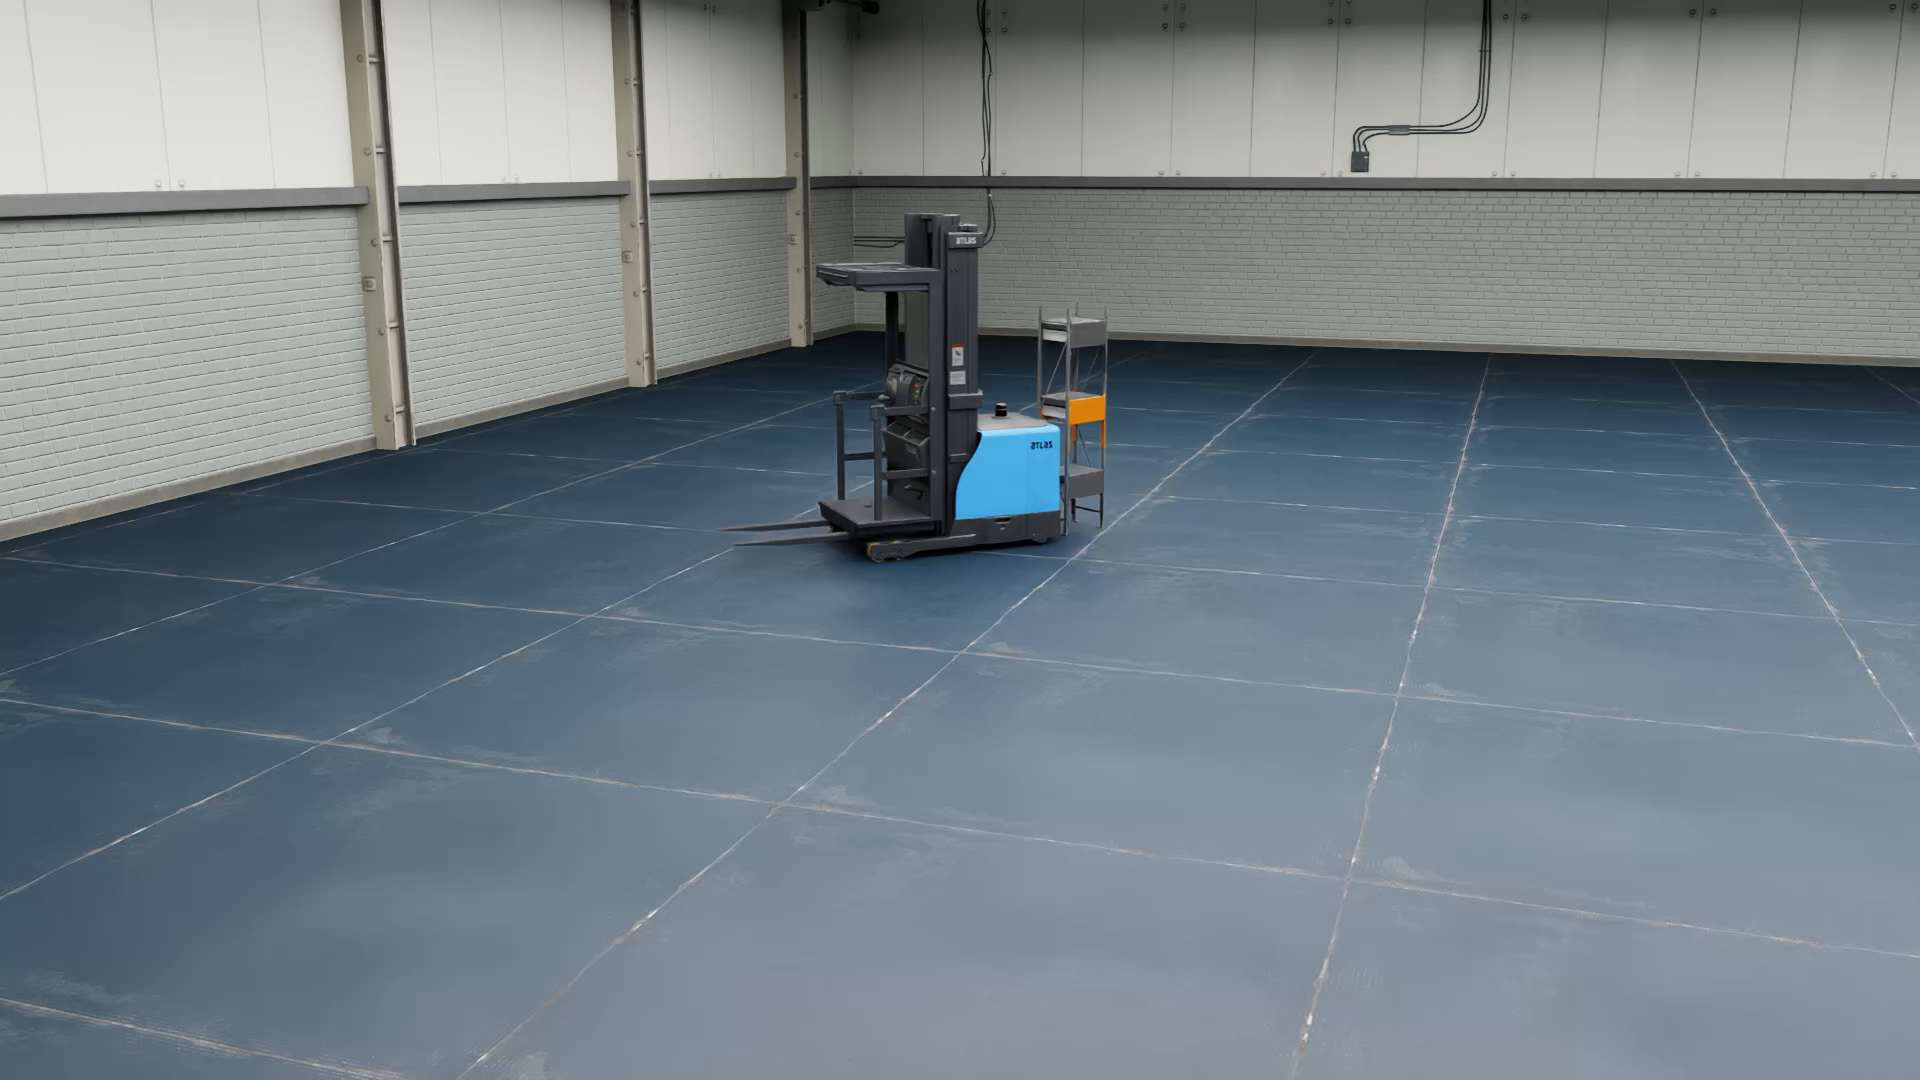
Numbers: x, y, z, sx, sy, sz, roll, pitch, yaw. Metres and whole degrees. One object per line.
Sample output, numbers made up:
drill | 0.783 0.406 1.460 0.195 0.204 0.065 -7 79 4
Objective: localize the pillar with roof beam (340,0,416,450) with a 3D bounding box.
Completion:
pillar with roof beam | -2.791 -5.213 17.867 9.100 9.000 0.400 4 14 18

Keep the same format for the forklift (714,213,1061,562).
forklift | -0.652 -1.371 14.672 3.031 2.935 1.130 -5 14 -22

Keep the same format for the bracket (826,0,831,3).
bracket | -2.512 -9.866 30.165 0.235 0.232 0.430 4 14 18

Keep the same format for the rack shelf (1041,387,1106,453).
rack shelf | 1.038 -1.119 15.481 0.480 0.518 0.431 -12 18 -41

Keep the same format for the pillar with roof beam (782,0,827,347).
pillar with roof beam | 1.092 -7.740 28.937 9.100 9.000 0.548 4 14 18

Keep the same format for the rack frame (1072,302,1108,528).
rack frame | 1.220 -1.171 15.637 0.015 2.100 0.400 -12 18 -41

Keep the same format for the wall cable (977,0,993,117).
wall cable | 1.782 -9.328 31.525 3.097 2.526 0.112 4 14 18

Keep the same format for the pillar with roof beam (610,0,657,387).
pillar with roof beam | -0.850 -6.476 23.402 9.100 9.000 0.400 4 14 18

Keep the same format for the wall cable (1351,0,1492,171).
wall cable | 8.200 -9.546 29.207 2.305 6.003 0.169 4 14 18

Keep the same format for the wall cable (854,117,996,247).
wall cable | -0.777 -7.061 32.941 3.097 2.526 0.112 4 14 18

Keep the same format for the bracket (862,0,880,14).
bracket | -1.745 -10.365 32.351 0.235 0.232 0.430 4 14 18

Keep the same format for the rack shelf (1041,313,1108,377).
rack shelf | 1.038 -1.800 15.319 0.480 0.518 0.431 -12 18 -41

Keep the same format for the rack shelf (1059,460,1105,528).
rack shelf | 1.038 -0.438 15.644 0.480 0.518 0.431 -12 18 -41

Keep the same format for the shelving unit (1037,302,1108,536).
shelving unit | 1.038 -1.133 15.478 0.503 2.100 0.431 -12 18 -41

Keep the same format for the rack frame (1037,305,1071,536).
rack frame | 0.857 -1.095 15.319 0.015 2.100 0.400 -12 18 -41

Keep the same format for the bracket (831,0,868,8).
bracket | -1.936 -10.241 31.806 0.076 0.066 3.189 4 14 18
